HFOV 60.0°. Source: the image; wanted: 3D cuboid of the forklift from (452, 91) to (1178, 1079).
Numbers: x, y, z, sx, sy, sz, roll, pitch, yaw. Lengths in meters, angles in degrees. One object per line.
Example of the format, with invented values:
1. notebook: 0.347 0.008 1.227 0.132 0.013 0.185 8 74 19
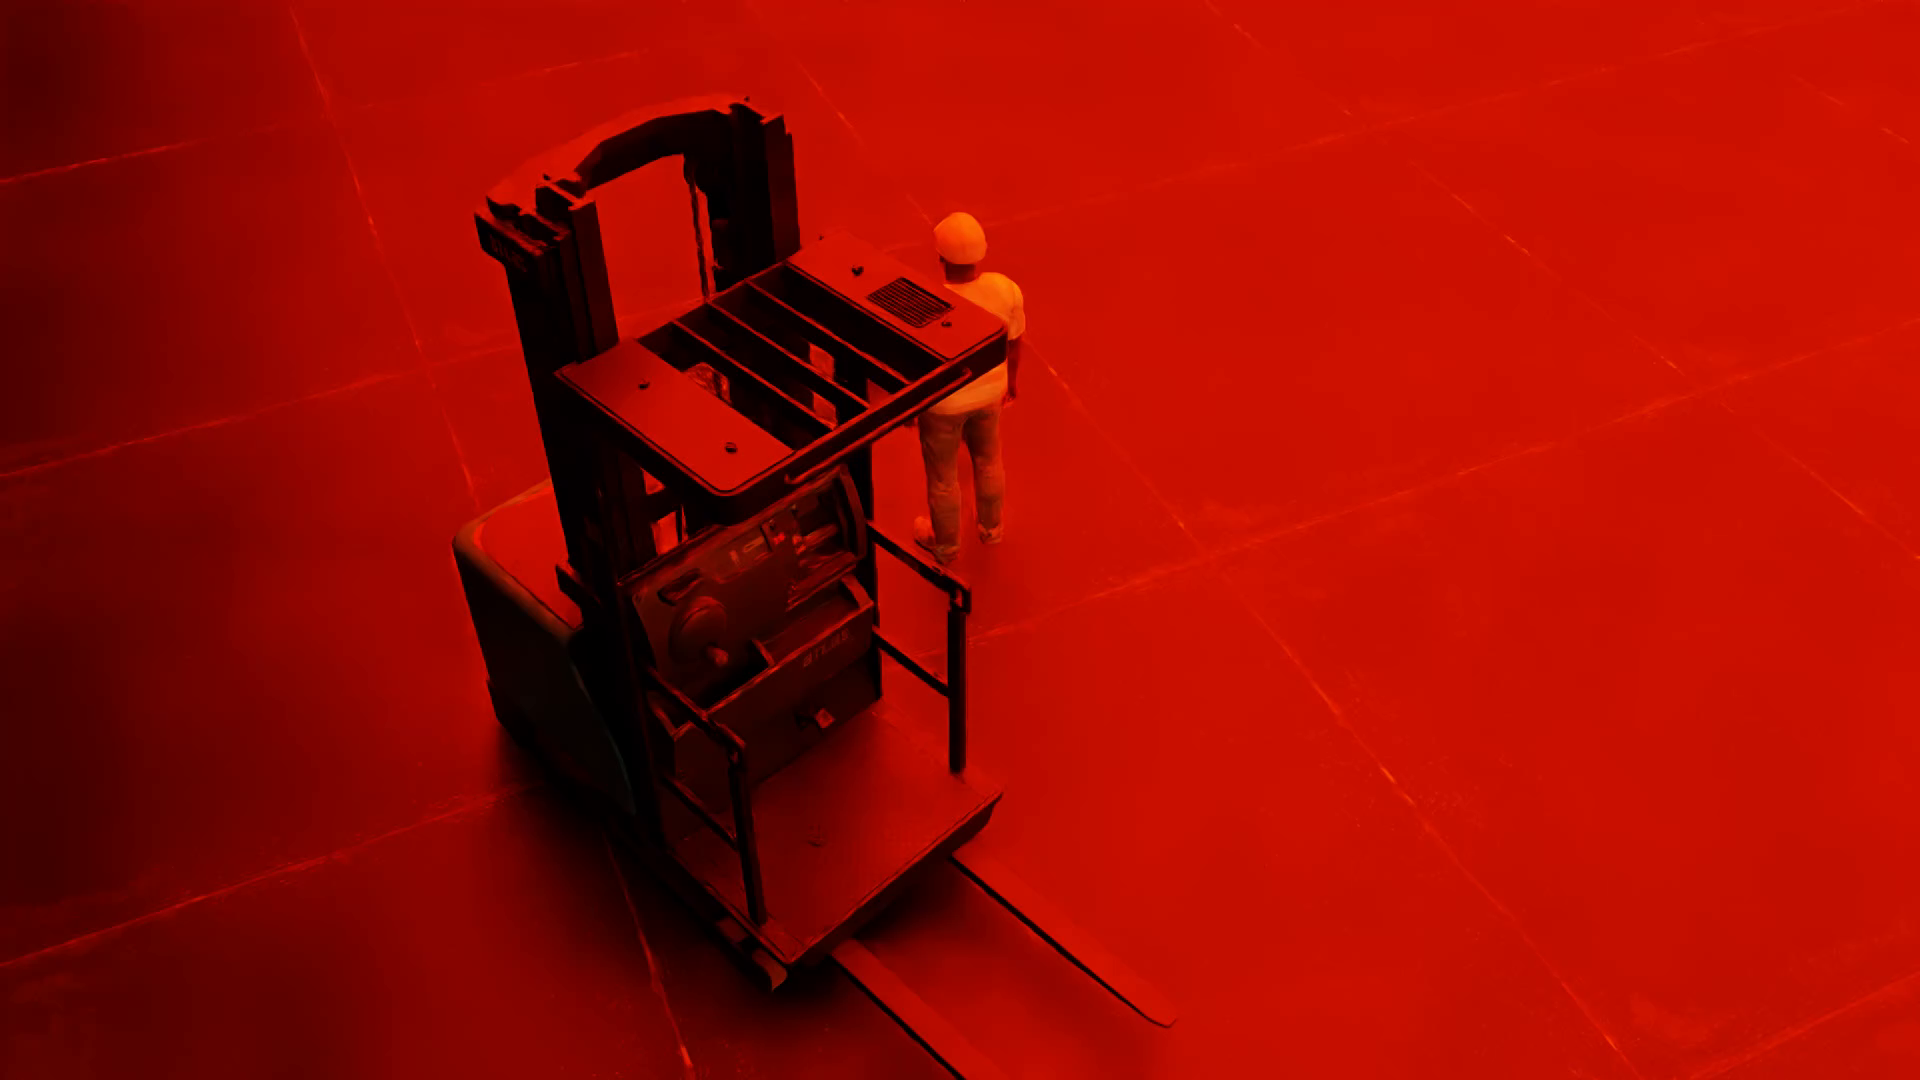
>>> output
1. forklift: -0.548 0.166 5.503 1.130 2.935 3.031 -34 53 -31

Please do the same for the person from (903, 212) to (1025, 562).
1. person: -0.006 -0.654 7.233 0.559 1.771 0.367 -18 46 -18
